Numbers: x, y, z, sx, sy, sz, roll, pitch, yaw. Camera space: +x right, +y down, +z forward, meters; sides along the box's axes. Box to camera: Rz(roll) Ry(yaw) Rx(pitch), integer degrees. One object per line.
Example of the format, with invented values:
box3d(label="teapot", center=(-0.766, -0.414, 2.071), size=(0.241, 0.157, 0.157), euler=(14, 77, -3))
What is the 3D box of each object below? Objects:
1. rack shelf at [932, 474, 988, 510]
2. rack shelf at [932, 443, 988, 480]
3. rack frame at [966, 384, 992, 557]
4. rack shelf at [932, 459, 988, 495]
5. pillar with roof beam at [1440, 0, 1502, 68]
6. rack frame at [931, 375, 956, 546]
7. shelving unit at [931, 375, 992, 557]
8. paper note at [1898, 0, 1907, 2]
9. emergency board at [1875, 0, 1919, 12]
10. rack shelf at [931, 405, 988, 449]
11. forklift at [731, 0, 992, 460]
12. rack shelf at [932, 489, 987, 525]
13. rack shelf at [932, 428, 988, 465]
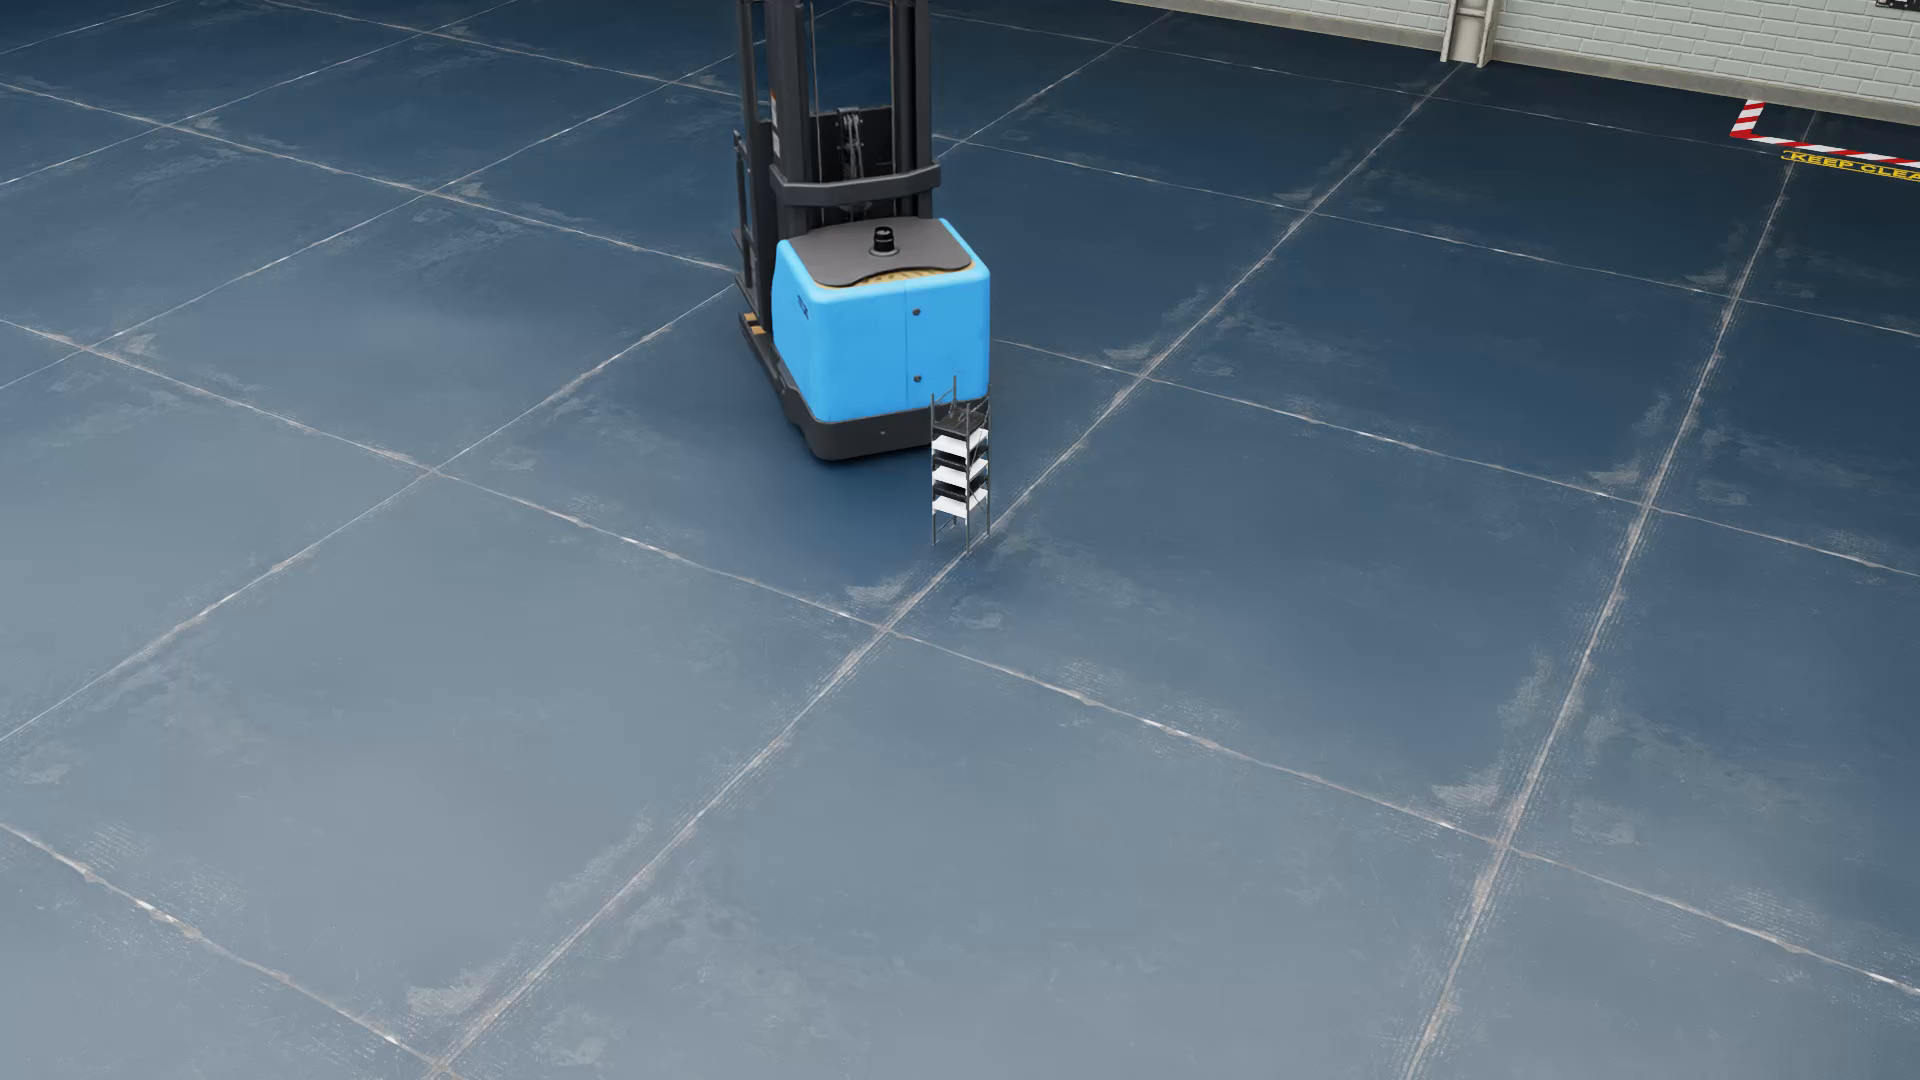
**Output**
box3d(label="rack shelf", center=(0.007, -0.270, 8.566), size=(0.200, 0.077, 0.258), euler=(18, 37, 24))
box3d(label="rack shelf", center=(0.007, -0.419, 8.466), size=(0.200, 0.077, 0.258), euler=(18, 37, 24))
box3d(label="rack frame", center=(0.095, -0.344, 8.455), size=(0.006, 0.900, 0.240), euler=(18, 37, 24))
box3d(label="rack shelf", center=(0.007, -0.345, 8.516), size=(0.200, 0.077, 0.258), euler=(18, 37, 24))
box3d(label="pillar with roof beam", center=(2.563, -6.138, 9.848), size=(0.400, 9.000, 9.100), euler=(18, 37, 24))
box3d(label="rack frame", center=(-0.081, -0.400, 8.539), size=(0.006, 0.900, 0.240), euler=(18, 37, 24))
box3d(label="shelving unit", center=(0.007, -0.372, 8.497), size=(0.210, 0.900, 0.258), euler=(18, 37, 24))
box3d(label="paper note", center=(7.663, -4.475, 13.559), size=(0.142, 0.148, 0.016), euler=(18, 37, 24))
box3d(label="emergency board", center=(7.784, -4.771, 13.209), size=(0.626, 1.169, 0.157), euler=(18, 37, 24))
box3d(label="rack shelf", center=(0.007, -0.569, 8.366), size=(0.200, 0.077, 0.258), euler=(18, 37, 24))
box3d(label="forklift", center=(-0.780, -2.476, 9.824), size=(1.130, 2.935, 3.031), euler=(-11, 35, -16))
box3d(label="rack shelf", center=(0.007, -0.195, 8.615), size=(0.200, 0.077, 0.258), euler=(18, 37, 24))
box3d(label="rack shelf", center=(0.007, -0.494, 8.416), size=(0.200, 0.077, 0.258), euler=(18, 37, 24))
